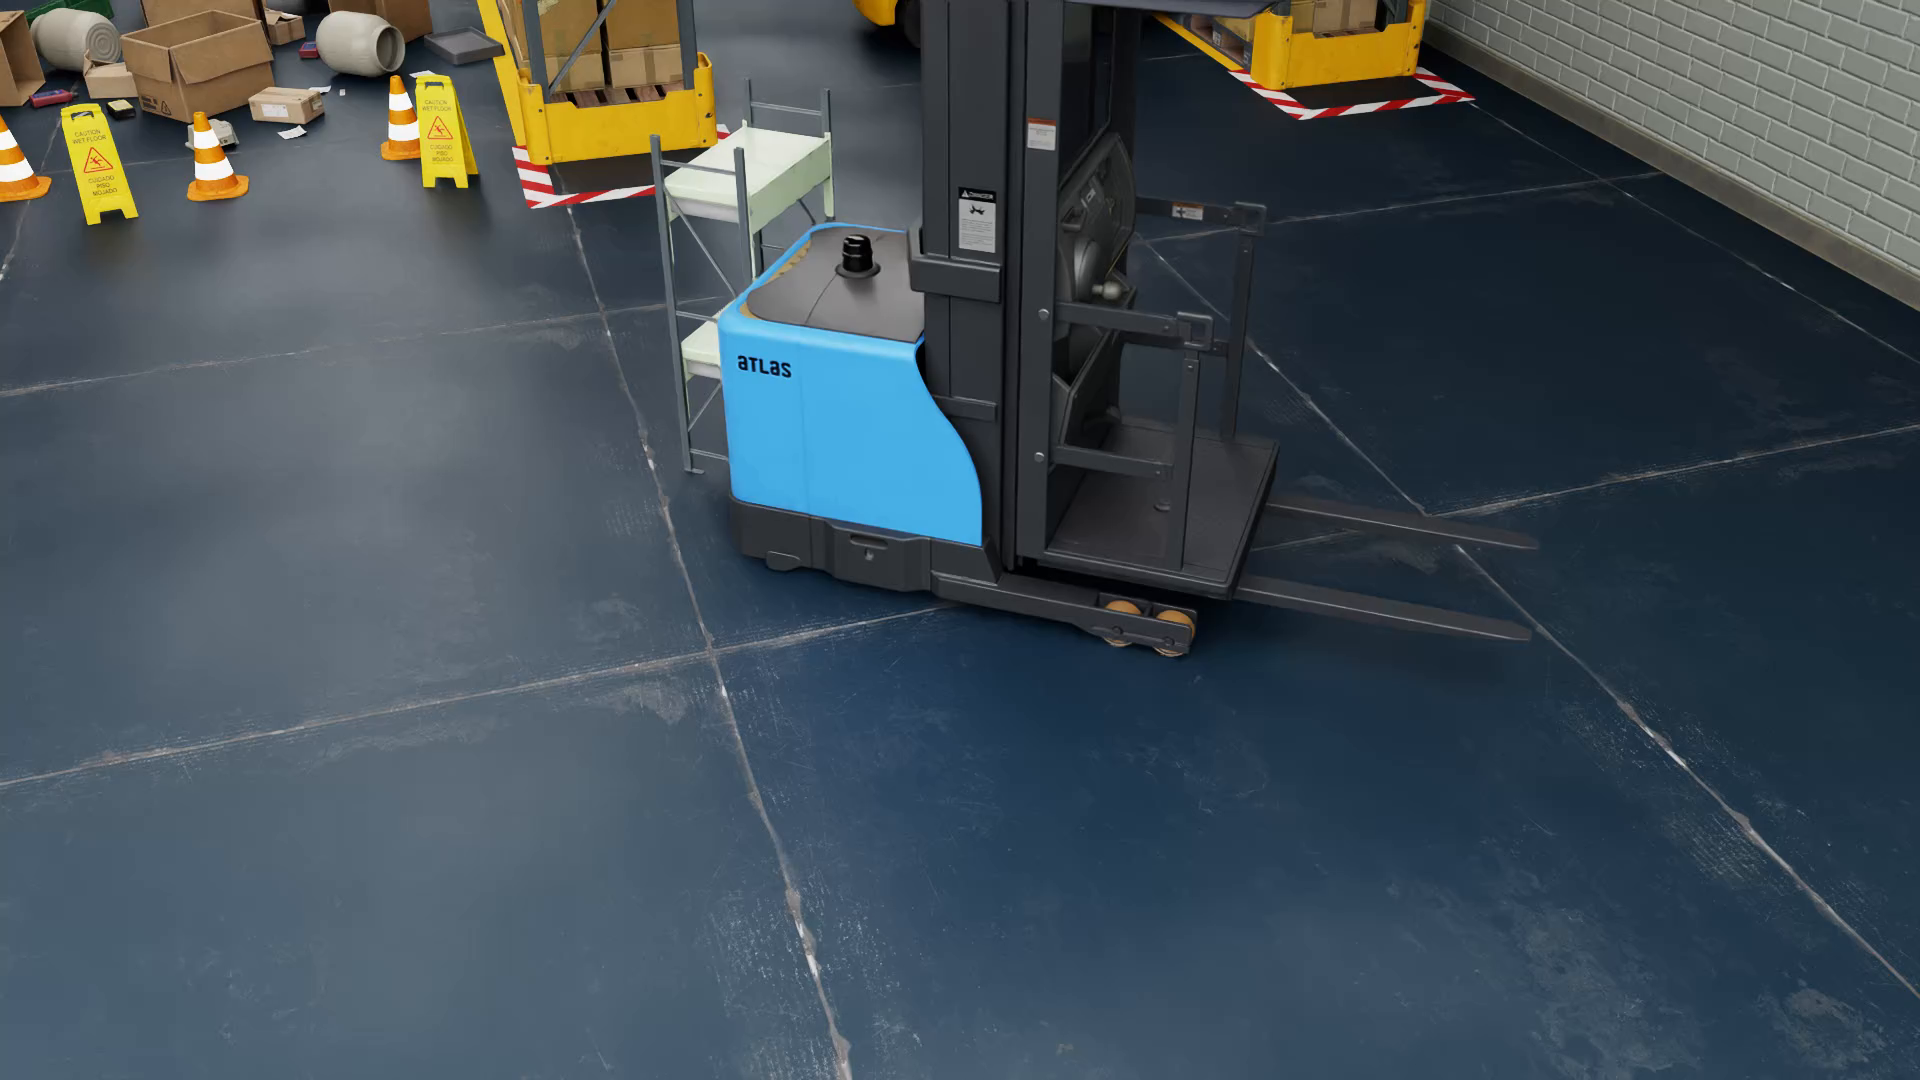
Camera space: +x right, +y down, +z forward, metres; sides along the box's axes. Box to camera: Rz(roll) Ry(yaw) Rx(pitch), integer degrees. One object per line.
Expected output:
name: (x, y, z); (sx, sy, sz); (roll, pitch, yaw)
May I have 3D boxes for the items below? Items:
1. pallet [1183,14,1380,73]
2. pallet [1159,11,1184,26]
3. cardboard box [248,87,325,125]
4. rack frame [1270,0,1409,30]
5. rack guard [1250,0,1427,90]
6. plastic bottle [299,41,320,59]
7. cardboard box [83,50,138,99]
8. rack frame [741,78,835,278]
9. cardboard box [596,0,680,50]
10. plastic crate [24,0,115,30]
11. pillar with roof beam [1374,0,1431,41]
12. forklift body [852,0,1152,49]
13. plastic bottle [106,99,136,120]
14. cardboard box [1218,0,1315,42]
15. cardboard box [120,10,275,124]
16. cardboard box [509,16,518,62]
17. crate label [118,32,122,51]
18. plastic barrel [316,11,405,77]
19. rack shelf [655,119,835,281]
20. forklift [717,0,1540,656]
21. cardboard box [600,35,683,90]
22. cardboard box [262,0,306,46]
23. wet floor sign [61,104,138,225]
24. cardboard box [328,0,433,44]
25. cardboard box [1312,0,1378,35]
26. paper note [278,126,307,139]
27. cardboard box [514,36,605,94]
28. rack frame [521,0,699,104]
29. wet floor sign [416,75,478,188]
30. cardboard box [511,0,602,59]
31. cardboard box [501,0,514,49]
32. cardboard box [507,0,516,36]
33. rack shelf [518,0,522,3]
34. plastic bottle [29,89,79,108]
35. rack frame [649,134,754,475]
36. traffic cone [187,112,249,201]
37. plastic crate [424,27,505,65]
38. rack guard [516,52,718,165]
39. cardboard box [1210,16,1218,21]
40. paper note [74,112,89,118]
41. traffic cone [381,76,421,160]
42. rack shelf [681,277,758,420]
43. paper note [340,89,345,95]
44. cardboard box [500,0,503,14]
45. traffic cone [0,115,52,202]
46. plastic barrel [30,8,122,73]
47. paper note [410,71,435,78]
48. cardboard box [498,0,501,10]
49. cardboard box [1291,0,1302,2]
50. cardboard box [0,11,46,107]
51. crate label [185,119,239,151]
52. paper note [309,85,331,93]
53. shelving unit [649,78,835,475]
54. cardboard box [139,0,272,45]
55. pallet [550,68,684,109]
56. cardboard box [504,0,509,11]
pallet: (2.346, -3.768, 12.260); (1.003, 0.211, 1.213); (-10, 35, -15)
pallet: (1.978, -4.407, 13.228); (1.003, 0.211, 1.213); (-10, 35, -15)
cardboard box: (-4.430, -2.859, 10.941); (0.380, 0.149, 0.250); (7, 34, 10)
rack frame: (2.619, -4.537, 10.895); (1.000, 3.000, 0.127); (-10, 35, -15)
rack guard: (2.627, -3.481, 11.565); (1.175, 0.500, 0.348); (-10, 35, -15)
plastic bottle: (-4.719, -3.581, 12.114); (0.133, 0.061, 0.283); (-4, 34, -6)
cardboard box: (-5.732, -3.181, 11.323); (0.396, 0.266, 0.258); (-4, 34, -6)
rack frame: (-0.724, -1.262, 7.300); (0.400, 1.500, 0.023); (13, 36, 19)
cardboard box: (-2.097, -3.523, 10.794); (0.500, 0.500, 0.500); (-11, 35, -16)
plastic crate: (-6.710, -3.894, 12.421); (0.450, 0.188, 0.662); (-2, 32, 16)
pillar with roof beam: (-0.835, -6.833, 8.928); (9.100, 9.000, 0.400); (-10, 35, -15)
forklift body: (0.303, -4.871, 12.171); (2.313, 2.155, 1.214); (-10, 35, -15)
plastic bottle: (-5.577, -2.865, 11.030); (0.133, 0.061, 0.283); (-23, 40, -31)
cardboard box: (2.175, -3.758, 11.830); (0.500, 0.250, 0.500); (-10, 35, -14)
cardboard box: (-5.054, -3.155, 11.068); (0.637, 0.503, 0.797); (19, 38, 26)
cardboard box: (-2.760, -3.380, 11.258); (0.500, 0.250, 0.500); (-10, 35, -15)
crate label: (-6.280, -3.639, 12.132); (0.250, 0.136, 0.298); (19, 38, 26)
plastic barrel: (-4.179, -3.455, 11.595); (0.512, 0.421, 0.421); (13, 36, 18)
rack shelf: (-0.864, -1.401, 6.802); (0.431, 0.370, 0.720); (13, 36, 19)
forklift: (0.671, -1.126, 5.796); (3.031, 2.935, 1.130); (11, 35, 15)
cardboard box: (-2.089, -3.198, 10.982); (0.500, 0.250, 0.500); (-10, 35, -15)
cardboard box: (-5.122, -3.871, 12.367); (0.396, 0.266, 0.258); (19, 38, 26)
wet floor sign: (-4.896, -2.150, 9.418); (0.267, 0.644, 0.232); (-16, 37, -23)
cardboard box: (-4.296, -3.967, 12.297); (0.500, 0.500, 0.500); (13, 36, 18)
cardboard box: (2.656, -3.855, 11.977); (0.500, 0.250, 0.500); (-10, 35, -15)
paper note: (-4.291, -2.623, 10.691); (0.148, 0.019, 0.142); (-23, 40, -31)
cardboard box: (-2.617, -3.120, 10.864); (0.500, 0.250, 0.500); (-10, 35, -15)
rack frame: (-2.107, -3.700, 9.628); (1.000, 3.000, 0.127); (-10, 35, -15)
wet floor sign: (-3.068, -2.438, 9.854); (0.267, 0.644, 0.232); (1, 33, 2)
cardboard box: (-2.599, -3.418, 10.634); (0.500, 0.500, 0.500); (-10, 35, -14)
cardboard box: (-2.925, -3.654, 11.672); (0.500, 0.250, 0.500); (-11, 35, -16)
cardboard box: (-2.762, -3.691, 11.048); (0.500, 0.500, 0.500); (-9, 34, -13)
rack shelf: (-2.717, -4.450, 11.416); (1.077, 0.370, 4.000); (-10, 35, -15)
plastic bottle: (-6.106, -2.983, 11.208); (0.283, 0.061, 0.133); (-23, 40, -31)
rack frame: (-1.003, -0.889, 6.735); (0.400, 1.500, 0.023); (13, 36, 19)
traffic cone: (-4.420, -2.285, 9.789); (0.336, 0.463, 0.334); (-10, 35, -15)
plastic crate: (-3.629, -3.620, 12.155); (0.402, 0.080, 0.583); (-23, 40, -31)
rack guard: (-2.130, -2.697, 10.378); (1.175, 0.500, 0.348); (-10, 35, -15)
cardboard box: (2.032, -4.021, 12.227); (0.500, 0.250, 0.500); (-10, 35, -15)
paper note: (-5.809, -2.806, 10.988); (0.032, 0.001, 0.123); (7, 34, 10)
traffic cone: (-3.466, -2.650, 10.341); (0.336, 0.463, 0.334); (-10, 35, -15)
rack shelf: (-0.864, -0.804, 7.197); (0.431, 0.370, 0.720); (13, 36, 19)
paper note: (-4.225, -3.063, 11.376); (0.032, 0.001, 0.123); (-10, 35, -15)
cardboard box: (-3.066, -3.916, 12.069); (0.500, 0.250, 0.500); (-10, 35, -15)
traffic cone: (-5.600, -2.274, 9.771); (0.336, 0.463, 0.334); (-10, 35, -15)
plastic barrel: (-6.203, -3.502, 11.666); (0.512, 0.421, 0.421); (13, 36, 18)
paper note: (-3.770, -3.274, 11.676); (0.142, 0.019, 0.148); (-23, 40, -31)
cardboard box: (-3.230, -4.195, 12.490); (0.500, 0.250, 0.500); (-8, 34, -12)
cardboard box: (2.173, -3.976, 11.706); (0.500, 0.250, 0.500); (-10, 35, -15)
cardboard box: (-6.559, -3.230, 11.183); (0.500, 0.500, 0.500); (-4, 34, -6)
crate label: (-4.719, -2.552, 10.487); (0.298, 0.136, 0.250); (27, 42, 34)
paper note: (-4.407, -3.089, 11.408); (0.148, 0.019, 0.142); (1, 33, 2)
shelving unit: (-0.864, -1.076, 7.017); (0.431, 1.500, 0.755); (13, 36, 19)
cardboard box: (-5.347, -3.701, 11.771); (0.797, 0.637, 0.503); (-10, 35, -15)
pallet: (-2.344, -3.009, 11.112); (1.003, 0.211, 1.213); (-10, 35, -15)
cardboard box: (-2.909, -3.957, 11.451); (0.500, 0.500, 0.500); (-11, 35, -16)
